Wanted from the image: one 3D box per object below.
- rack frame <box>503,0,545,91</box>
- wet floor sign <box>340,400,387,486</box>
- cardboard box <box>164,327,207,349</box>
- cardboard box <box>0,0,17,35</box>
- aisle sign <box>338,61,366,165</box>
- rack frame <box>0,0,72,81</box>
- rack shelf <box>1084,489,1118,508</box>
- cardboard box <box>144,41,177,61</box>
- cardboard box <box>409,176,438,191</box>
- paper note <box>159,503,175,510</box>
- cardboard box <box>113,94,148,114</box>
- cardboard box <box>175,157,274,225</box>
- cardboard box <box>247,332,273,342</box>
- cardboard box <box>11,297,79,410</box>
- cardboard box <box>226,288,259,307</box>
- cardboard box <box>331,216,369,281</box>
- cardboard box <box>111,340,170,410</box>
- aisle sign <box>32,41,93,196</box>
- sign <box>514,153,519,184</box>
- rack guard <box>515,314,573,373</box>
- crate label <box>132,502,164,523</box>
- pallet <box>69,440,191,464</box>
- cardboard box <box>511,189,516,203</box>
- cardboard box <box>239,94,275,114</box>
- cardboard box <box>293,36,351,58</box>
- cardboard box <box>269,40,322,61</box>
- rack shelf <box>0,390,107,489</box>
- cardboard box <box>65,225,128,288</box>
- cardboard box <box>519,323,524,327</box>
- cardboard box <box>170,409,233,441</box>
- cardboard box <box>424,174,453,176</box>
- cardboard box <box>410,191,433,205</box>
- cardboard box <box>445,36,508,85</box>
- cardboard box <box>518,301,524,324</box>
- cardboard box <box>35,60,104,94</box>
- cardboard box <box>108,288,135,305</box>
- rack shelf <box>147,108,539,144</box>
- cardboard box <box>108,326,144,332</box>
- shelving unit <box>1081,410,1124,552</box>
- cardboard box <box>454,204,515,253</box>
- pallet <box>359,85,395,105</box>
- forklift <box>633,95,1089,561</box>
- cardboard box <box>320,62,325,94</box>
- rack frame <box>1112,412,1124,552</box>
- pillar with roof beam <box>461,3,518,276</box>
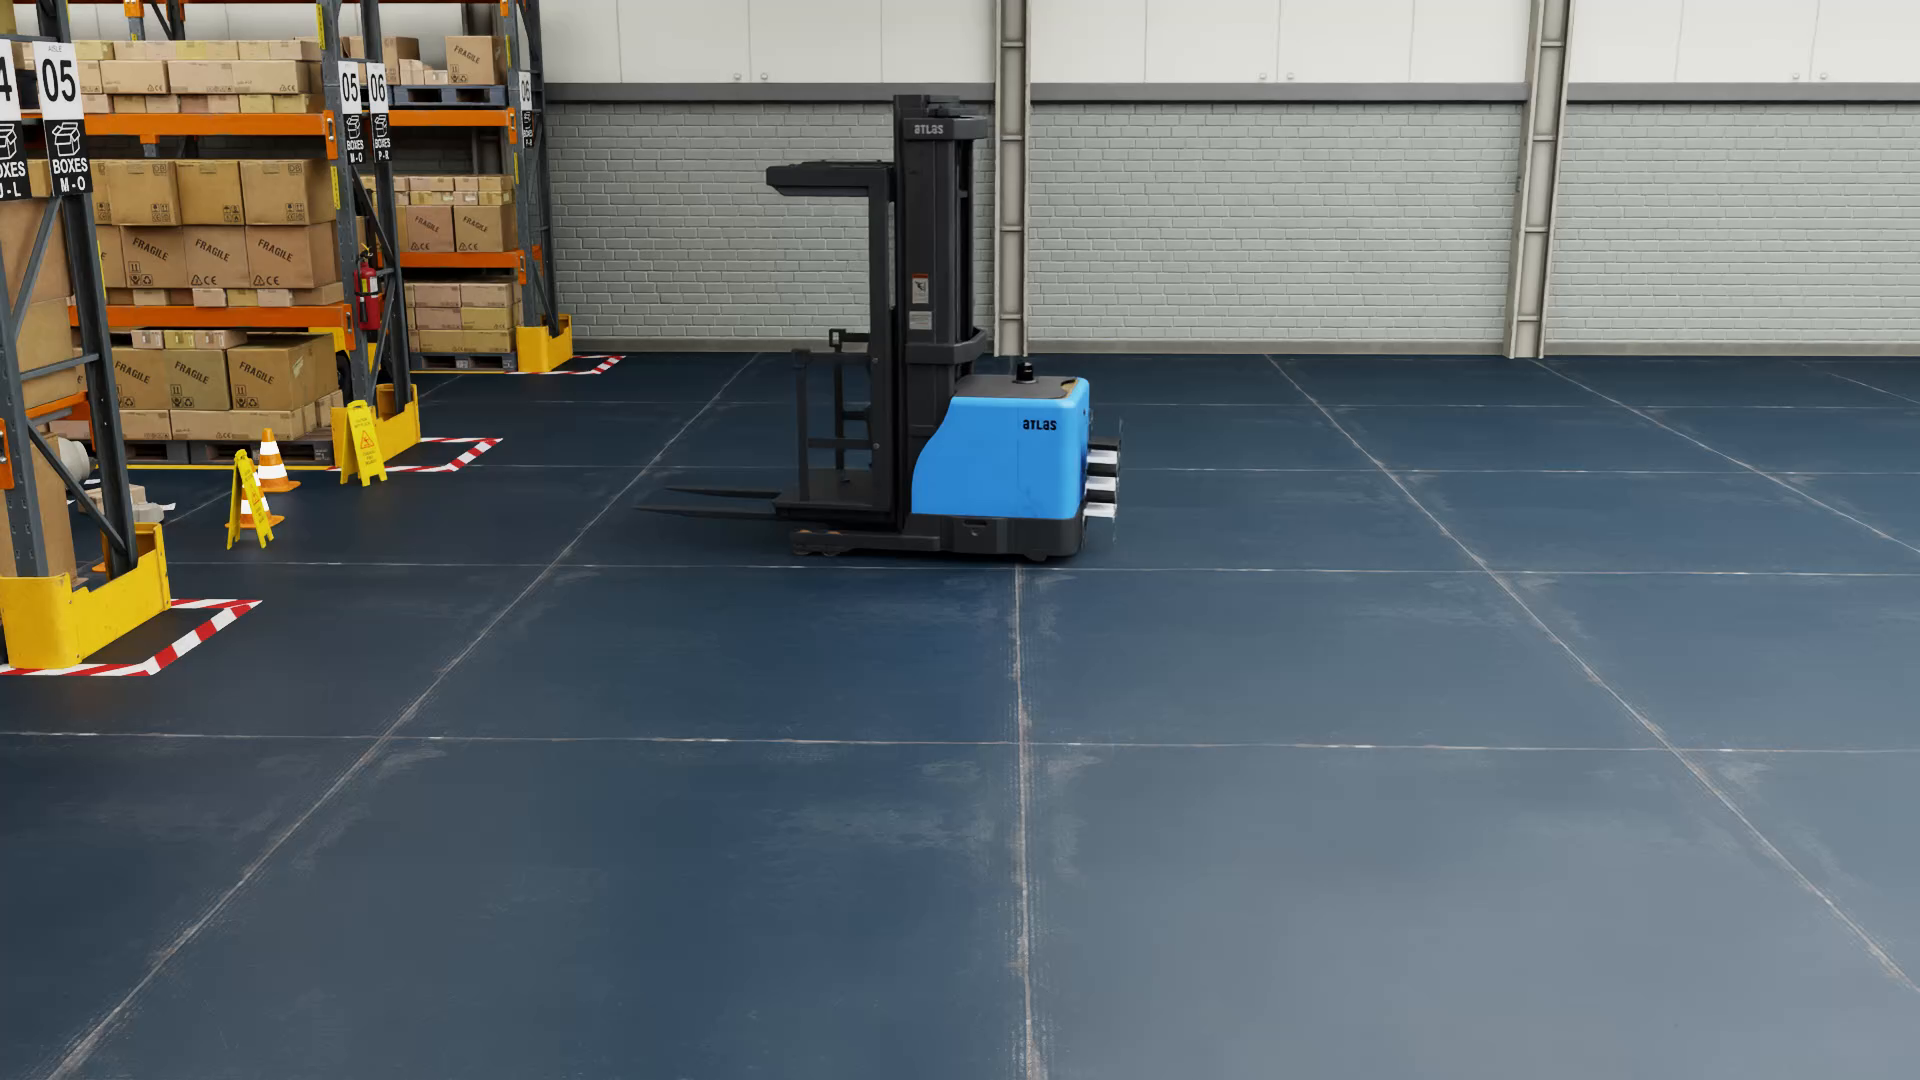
[{"bbox_3d":[-4.726,-6.349,17.763,0.127,3.000,1.000,0,15,1],"label":"rack frame"},{"bbox_3d":[-4.687,-0.770,12.992,0.232,0.644,0.267,6,16,21],"label":"wet floor sign"},{"bbox_3d":[-6.277,-1.658,13.570,0.250,0.149,0.380,1,15,2],"label":"cardboard box"},{"bbox_3d":[-5.351,-2.761,8.735,0.500,0.250,0.500,0,15,1],"label":"cardboard box"},{"bbox_3d":[-4.795,-3.365,13.117,0.004,0.787,0.394,0,15,1],"label":"aisle sign"},{"bbox_3d":[-4.875,-3.820,8.178,0.127,3.000,1.000,0,15,1],"label":"rack frame"},{"bbox_3d":[0.942,-0.274,11.086,0.200,0.077,0.258,5,15,9],"label":"rack shelf"},{"bbox_3d":[-6.204,-3.850,13.102,0.250,0.149,0.380,0,15,1],"label":"cardboard box"},{"bbox_3d":[-5.846,-3.911,18.234,0.250,0.149,0.380,0,15,2],"label":"cardboard box"},{"bbox_3d":[-5.845,-0.245,12.208,0.142,0.019,0.148,-5,16,-18],"label":"paper note"},{"bbox_3d":[-6.493,-3.457,13.177,0.250,0.149,0.380,0,15,0],"label":"cardboard box"},{"bbox_3d":[-5.871,-2.810,13.373,0.500,0.500,0.700,1,15,2],"label":"cardboard box"},{"bbox_3d":[-6.195,-1.496,14.228,0.500,0.500,0.500,0,15,-1],"label":"cardboard box"},{"bbox_3d":[-5.247,-0.982,8.889,0.550,0.550,0.875,0,15,1],"label":"cardboard box"},{"bbox_3d":[-5.740,-1.989,13.491,0.250,0.149,0.380,0,15,0],"label":"cardboard box"},{"bbox_3d":[-5.316,-2.448,13.959,0.500,0.500,0.500,0,15,1],"label":"cardboard box"},{"bbox_3d":[-6.683,-1.364,13.729,0.500,0.500,0.500,0,15,0],"label":"cardboard box"},{"bbox_3d":[-4.796,-2.252,8.900,0.004,0.787,0.394,0,15,1],"label":"aisle sign"},{"bbox_3d":[-4.754,-3.984,17.826,0.005,0.325,0.100,0,15,1],"label":"sign"},{"bbox_3d":[-4.702,-2.239,18.847,0.348,0.500,1.175,0,15,1],"label":"rack guard"},{"bbox_3d":[-5.788,-0.176,11.737,0.298,0.136,0.250,-8,17,-28],"label":"crate label"},{"bbox_3d":[-6.953,-0.857,14.175,1.213,0.211,1.003,0,15,1],"label":"pallet"},{"bbox_3d":[-5.059,-3.878,18.692,0.250,0.149,0.380,0,15,0],"label":"cardboard box"},{"bbox_3d":[-5.463,-3.435,13.093,0.250,0.149,0.380,0,15,2],"label":"cardboard box"},{"bbox_3d":[-6.780,-5.186,18.015,0.637,0.503,0.797,1,15,3],"label":"cardboard box"},{"bbox_3d":[-5.195,-3.823,13.001,0.250,0.149,0.380,1,15,2],"label":"cardboard box"},{"bbox_3d":[-6.874,-0.584,9.084,4.000,0.370,1.077,0,15,1],"label":"rack shelf"},{"bbox_3d":[-6.906,-2.324,13.490,0.500,0.500,0.500,1,15,2],"label":"cardboard box"},{"bbox_3d":[-5.212,-2.374,19.027,0.500,0.250,0.500,0,15,2],"label":"cardboard box"},{"bbox_3d":[-6.182,-0.998,13.808,0.500,0.250,0.500,0,15,2],"label":"cardboard box"},{"bbox_3d":[-5.829,-4.024,18.662,0.250,0.149,0.380,0,15,2],"label":"cardboard box"},{"bbox_3d":[-5.842,-3.757,18.231,0.250,0.149,0.380,0,15,1],"label":"cardboard box"},{"bbox_3d":[-5.175,-5.139,17.842,0.500,0.500,0.500,1,15,3],"label":"cardboard box"},{"bbox_3d":[-5.191,-2.619,18.974,0.500,0.250,0.500,1,15,2],"label":"cardboard box"},{"bbox_3d":[-6.894,-3.647,13.113,0.500,0.250,0.500,1,15,2],"label":"cardboard box"},{"bbox_3d":[-6.756,-2.023,13.622,0.250,0.149,0.380,0,15,1],"label":"cardboard box"},{"bbox_3d":[-6.726,-4.563,18.287,4.000,0.370,1.077,0,15,1],"label":"rack shelf"},{"bbox_3d":[-9.247,-2.529,18.879,0.625,0.625,0.875,1,15,4],"label":"cardboard box"},{"bbox_3d":[0.946,-0.393,11.054,0.210,0.900,0.258,5,15,9],"label":"shelving unit"},{"bbox_3d":[-5.225,-3.432,18.274,0.500,0.500,0.500,0,15,0],"label":"cardboard box"},{"bbox_3d":[-6.655,-4.874,18.227,1.213,0.211,1.003,0,15,1],"label":"pallet"},{"bbox_3d":[-0.674,-1.438,11.044,3.031,2.935,1.130,2,15,9],"label":"forklift"},{"bbox_3d":[-5.345,-3.775,13.599,0.500,0.250,0.500,0,15,0],"label":"cardboard box"},{"bbox_3d":[1.046,-0.385,11.037,0.006,0.900,0.240,5,15,9],"label":"rack frame"},{"bbox_3d":[-5.509,-5.485,14.490,0.400,9.000,9.100,0,15,1],"label":"pillar with roof beam"}]
